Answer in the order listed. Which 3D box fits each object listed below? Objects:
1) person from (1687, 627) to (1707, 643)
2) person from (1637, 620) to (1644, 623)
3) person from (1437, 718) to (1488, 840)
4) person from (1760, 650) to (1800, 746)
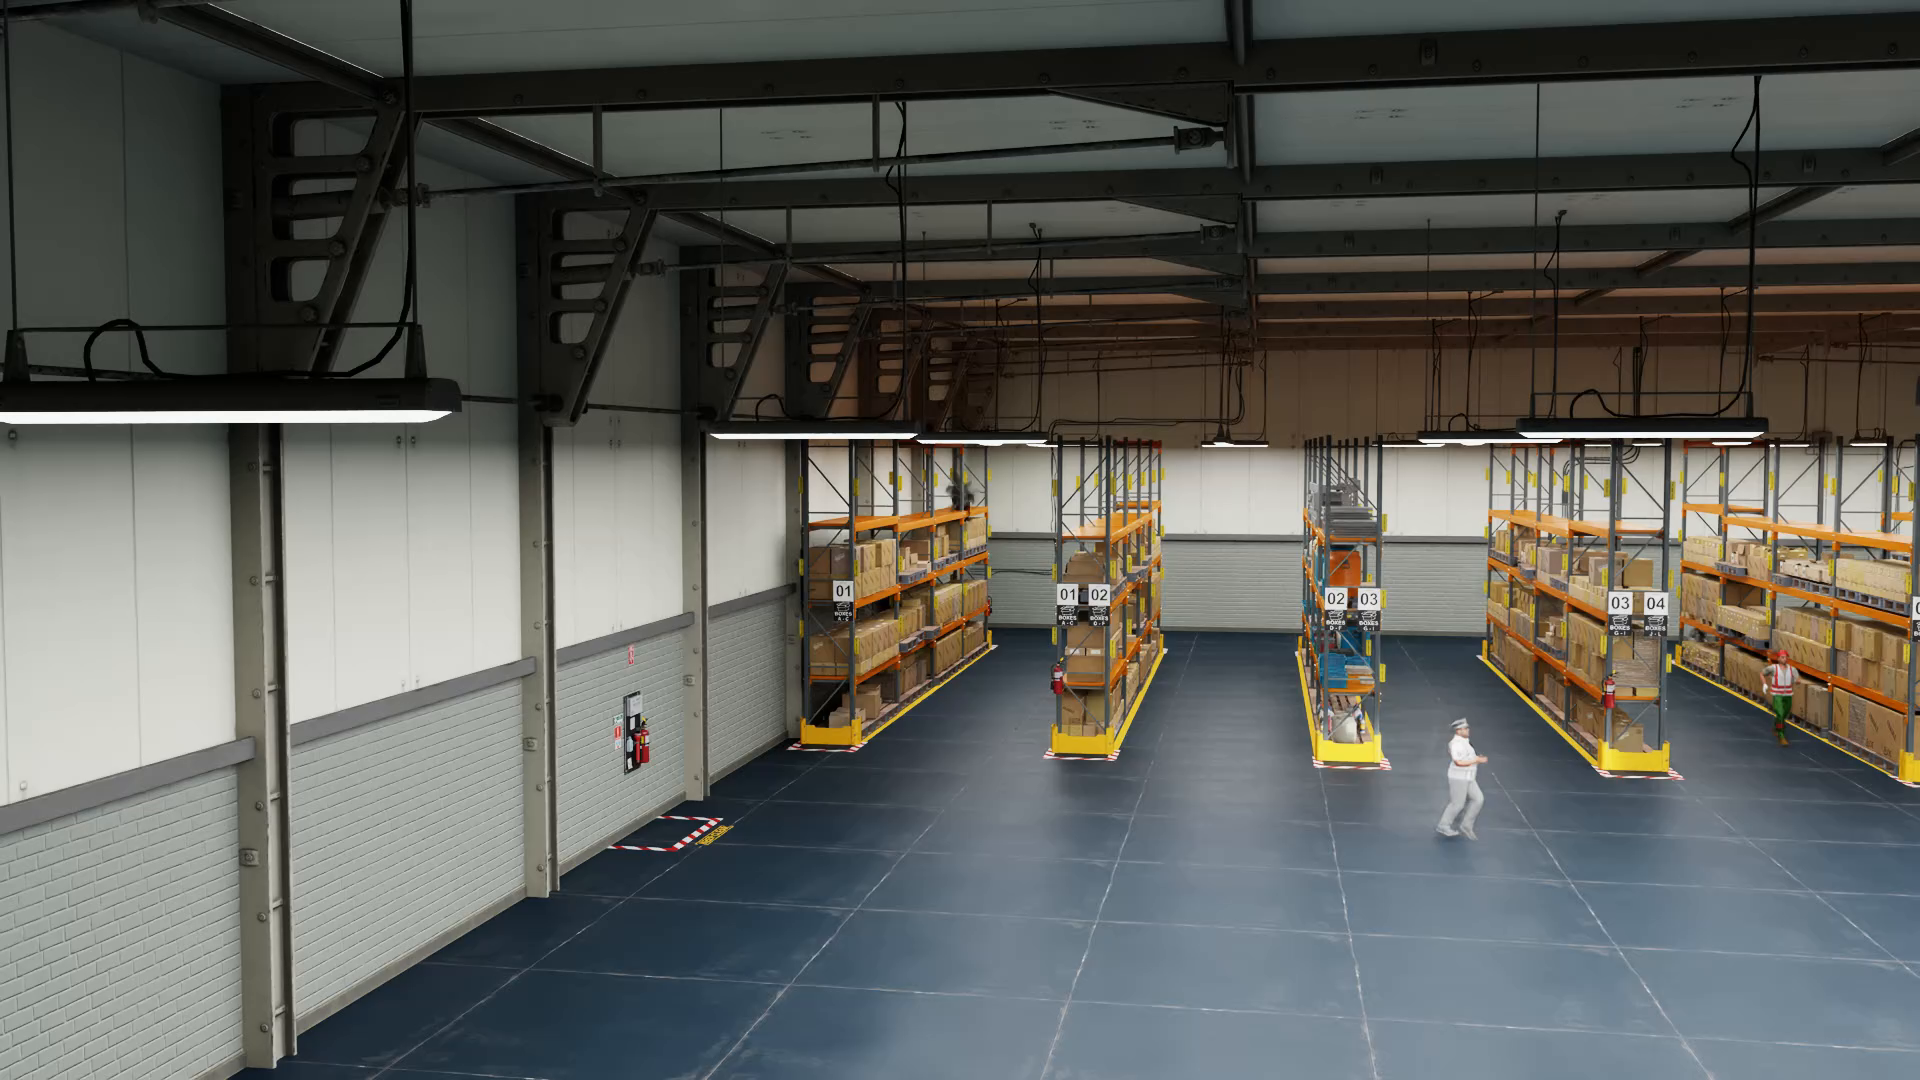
[{"bbox_3d":[20.330,2.400,45.765,0.751,1.775,0.683,-2,4,-36],"label":"person"},{"bbox_3d":[18.033,2.575,44.507,0.557,1.532,0.582,1,3,25],"label":"person"},{"bbox_3d":[7.391,3.526,24.409,0.726,1.840,0.640,2,4,32],"label":"person"},{"bbox_3d":[16.019,3.048,32.426,0.655,1.810,0.925,0,3,2],"label":"person"}]
